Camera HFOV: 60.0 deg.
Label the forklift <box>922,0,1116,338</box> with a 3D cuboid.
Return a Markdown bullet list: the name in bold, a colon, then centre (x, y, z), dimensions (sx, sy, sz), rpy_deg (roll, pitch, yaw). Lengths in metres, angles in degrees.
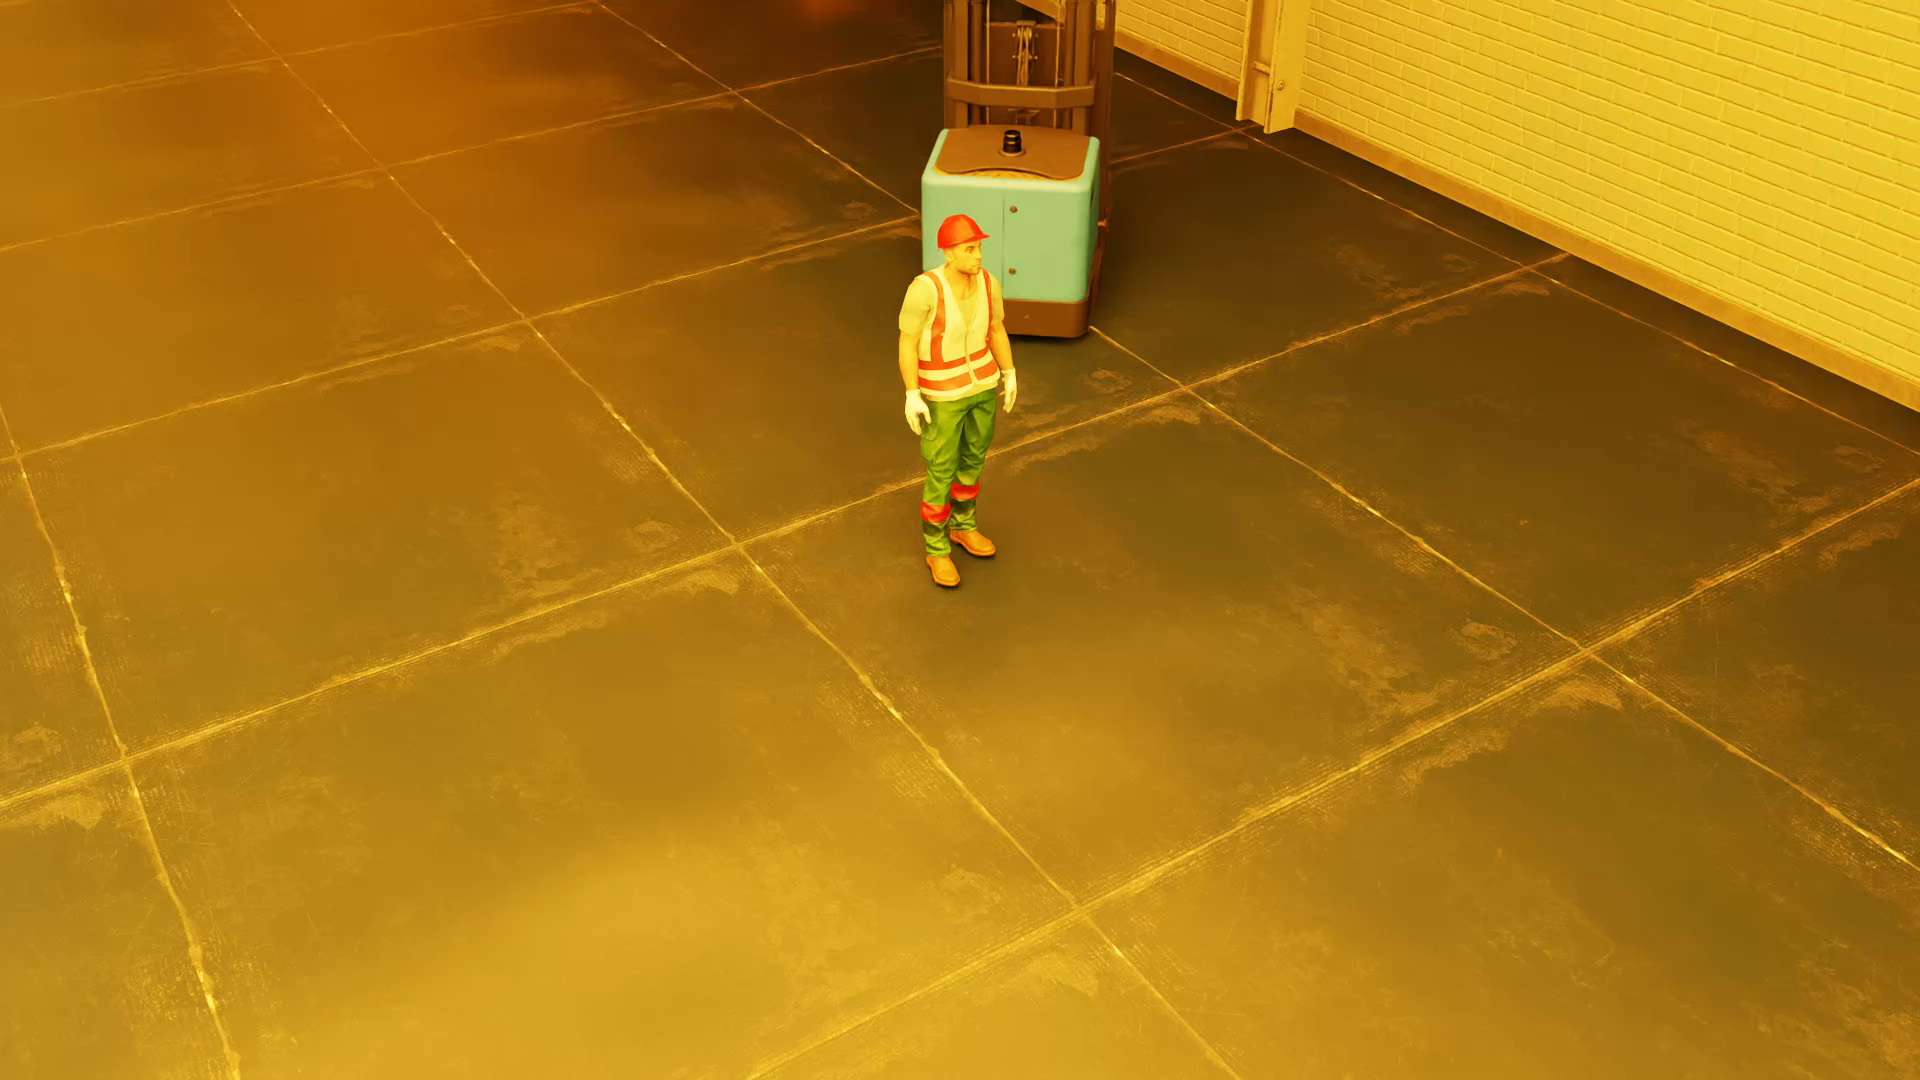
- **forklift**: centre (0.476, -3.297, 10.840), dimensions (1.130, 2.935, 3.031), rpy_deg (5, 35, 7)

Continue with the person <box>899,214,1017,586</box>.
- **person**: centre (0.035, -0.695, 8.117), dimensions (0.638, 1.787, 0.560), rpy_deg (-21, 40, -27)
